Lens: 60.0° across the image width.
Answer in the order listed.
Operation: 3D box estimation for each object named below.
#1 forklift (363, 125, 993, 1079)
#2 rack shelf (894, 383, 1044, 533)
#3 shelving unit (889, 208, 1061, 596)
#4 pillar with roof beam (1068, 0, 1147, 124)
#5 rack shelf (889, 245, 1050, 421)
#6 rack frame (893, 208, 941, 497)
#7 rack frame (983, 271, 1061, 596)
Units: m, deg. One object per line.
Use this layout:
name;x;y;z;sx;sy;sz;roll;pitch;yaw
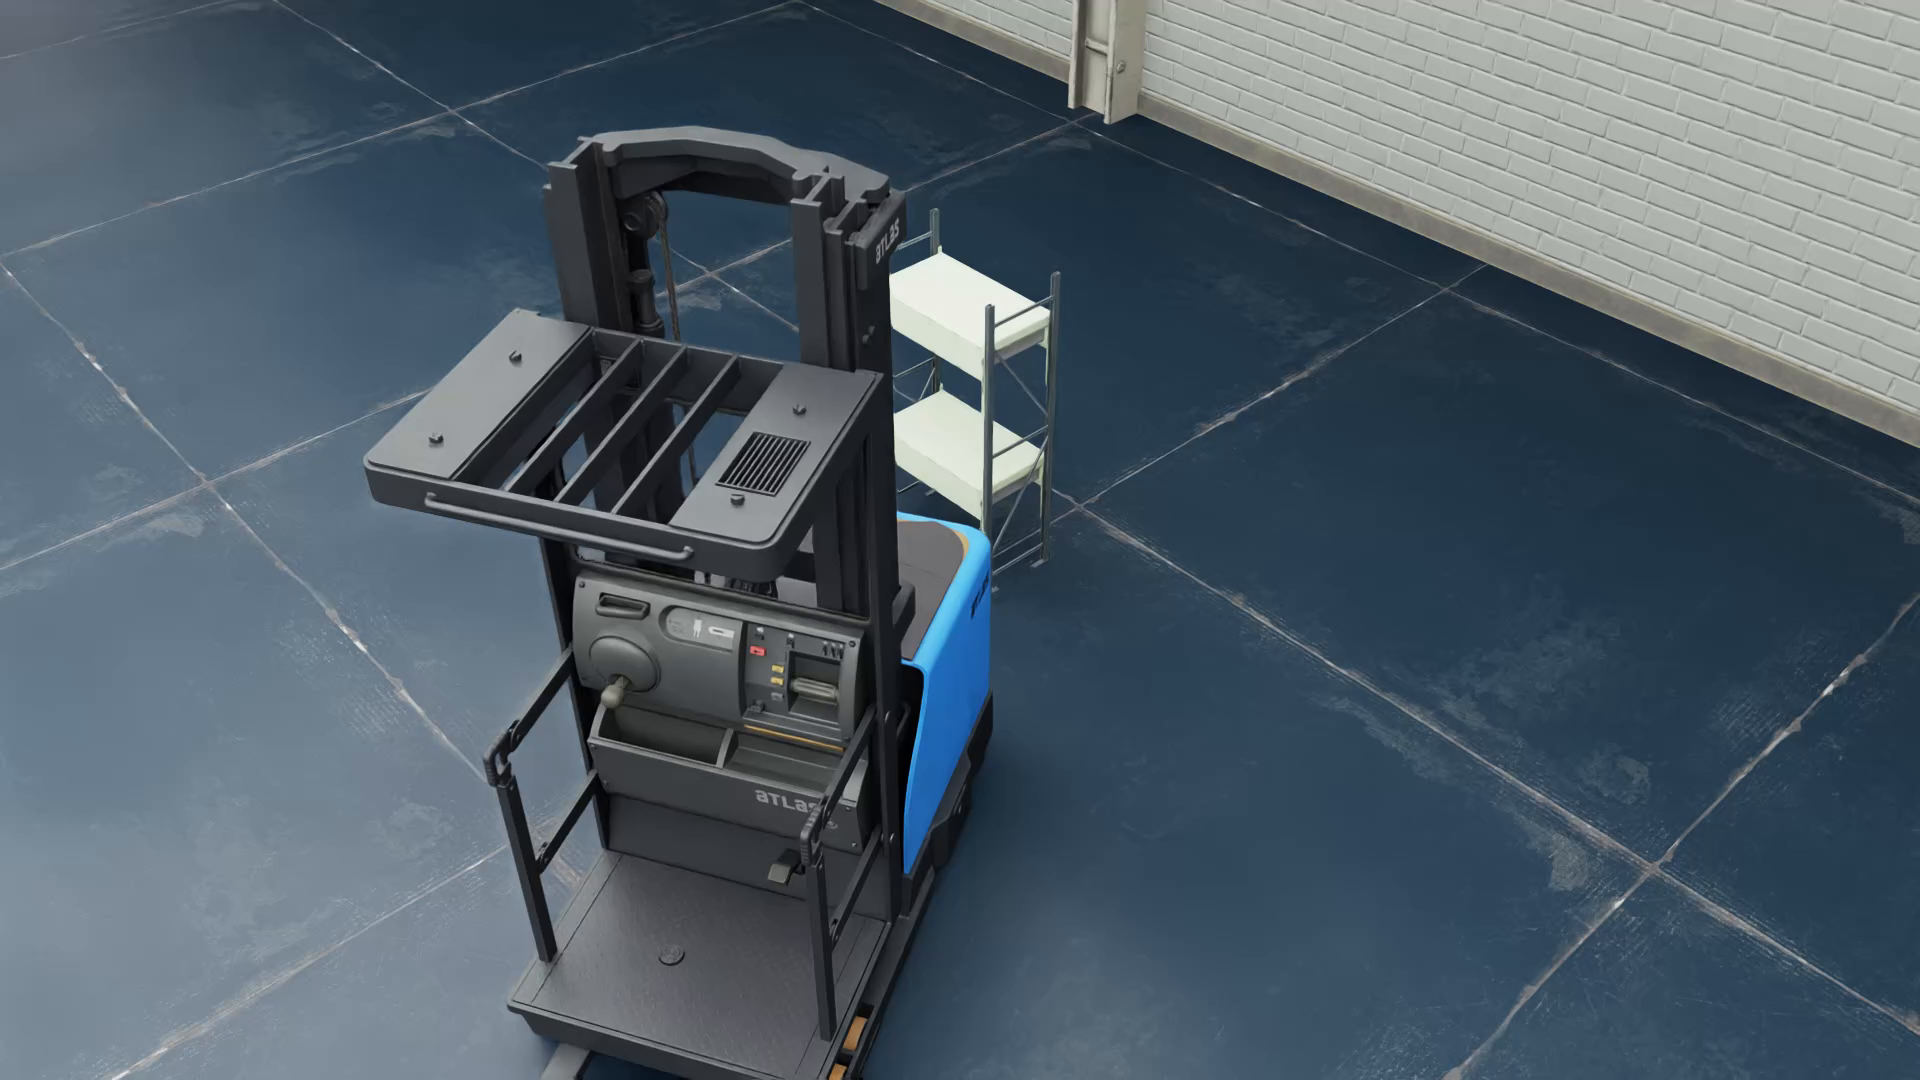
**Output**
forklift;-0.805;0.444;4.867;1.130;2.935;3.031;11;40;14
rack shelf;0.005;-0.327;7.480;0.431;0.370;0.720;-30;48;-32
shelving unit;0.005;-0.580;7.275;0.431;1.500;0.755;-30;48;-32
pillar with roof beam;-2.186;-4.631;6.322;9.100;9.000;0.400;-30;48;-32
rack shelf;0.005;-0.884;7.030;0.431;0.370;0.720;-30;48;-32
rack frame;-0.243;-0.750;7.485;0.400;1.500;0.023;-30;48;-32
rack frame;0.252;-0.411;7.065;0.400;1.500;0.023;-30;48;-32
